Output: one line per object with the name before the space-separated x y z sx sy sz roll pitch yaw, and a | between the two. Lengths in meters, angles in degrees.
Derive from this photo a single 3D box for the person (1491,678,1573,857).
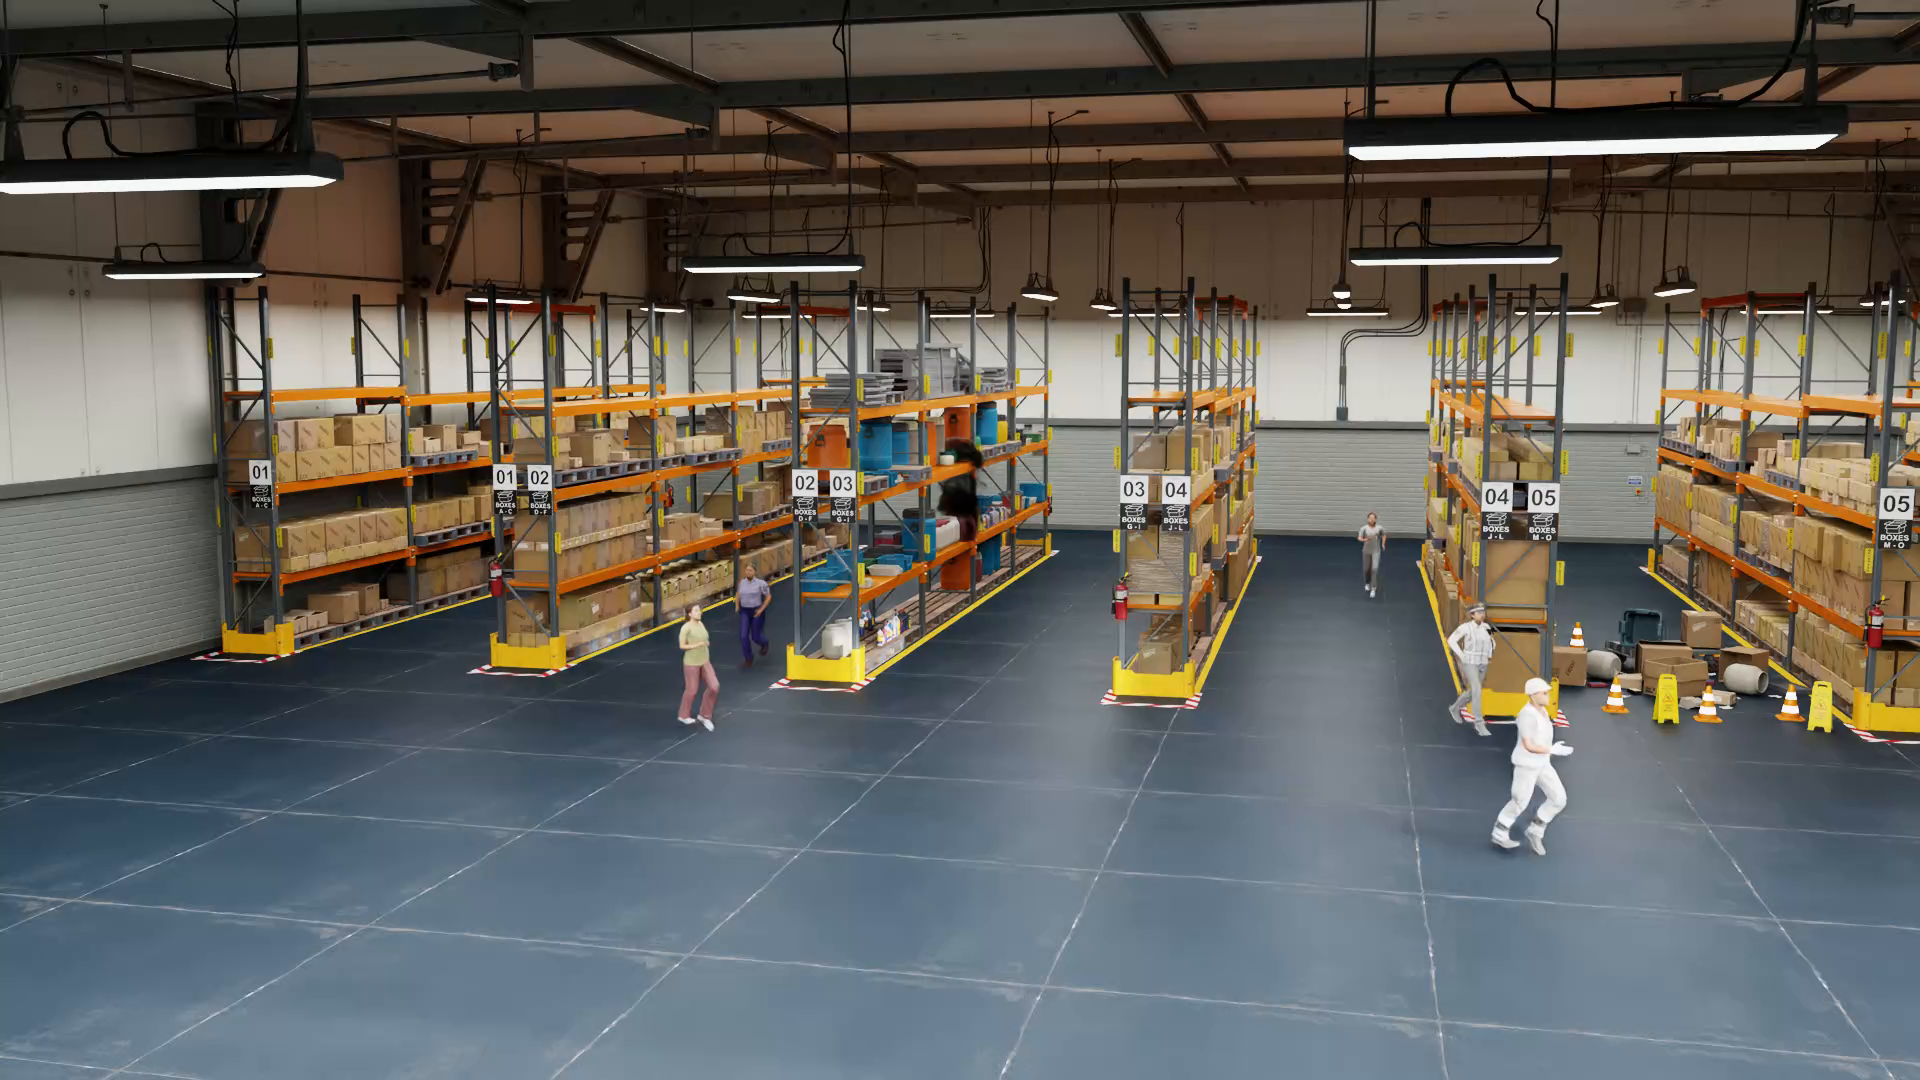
person | 5.671 2.241 16.395 0.804 1.797 0.643 6 9 44

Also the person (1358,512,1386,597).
person | 8.367 0.268 33.799 0.559 1.664 0.959 2 7 15

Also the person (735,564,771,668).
person | -3.298 1.182 26.484 0.630 1.633 0.738 2 7 15

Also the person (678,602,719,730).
person | -3.473 1.664 21.917 0.670 1.704 0.558 6 9 40

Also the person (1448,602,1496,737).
person | 6.774 1.664 21.871 0.645 1.736 0.825 -3 7 -22
